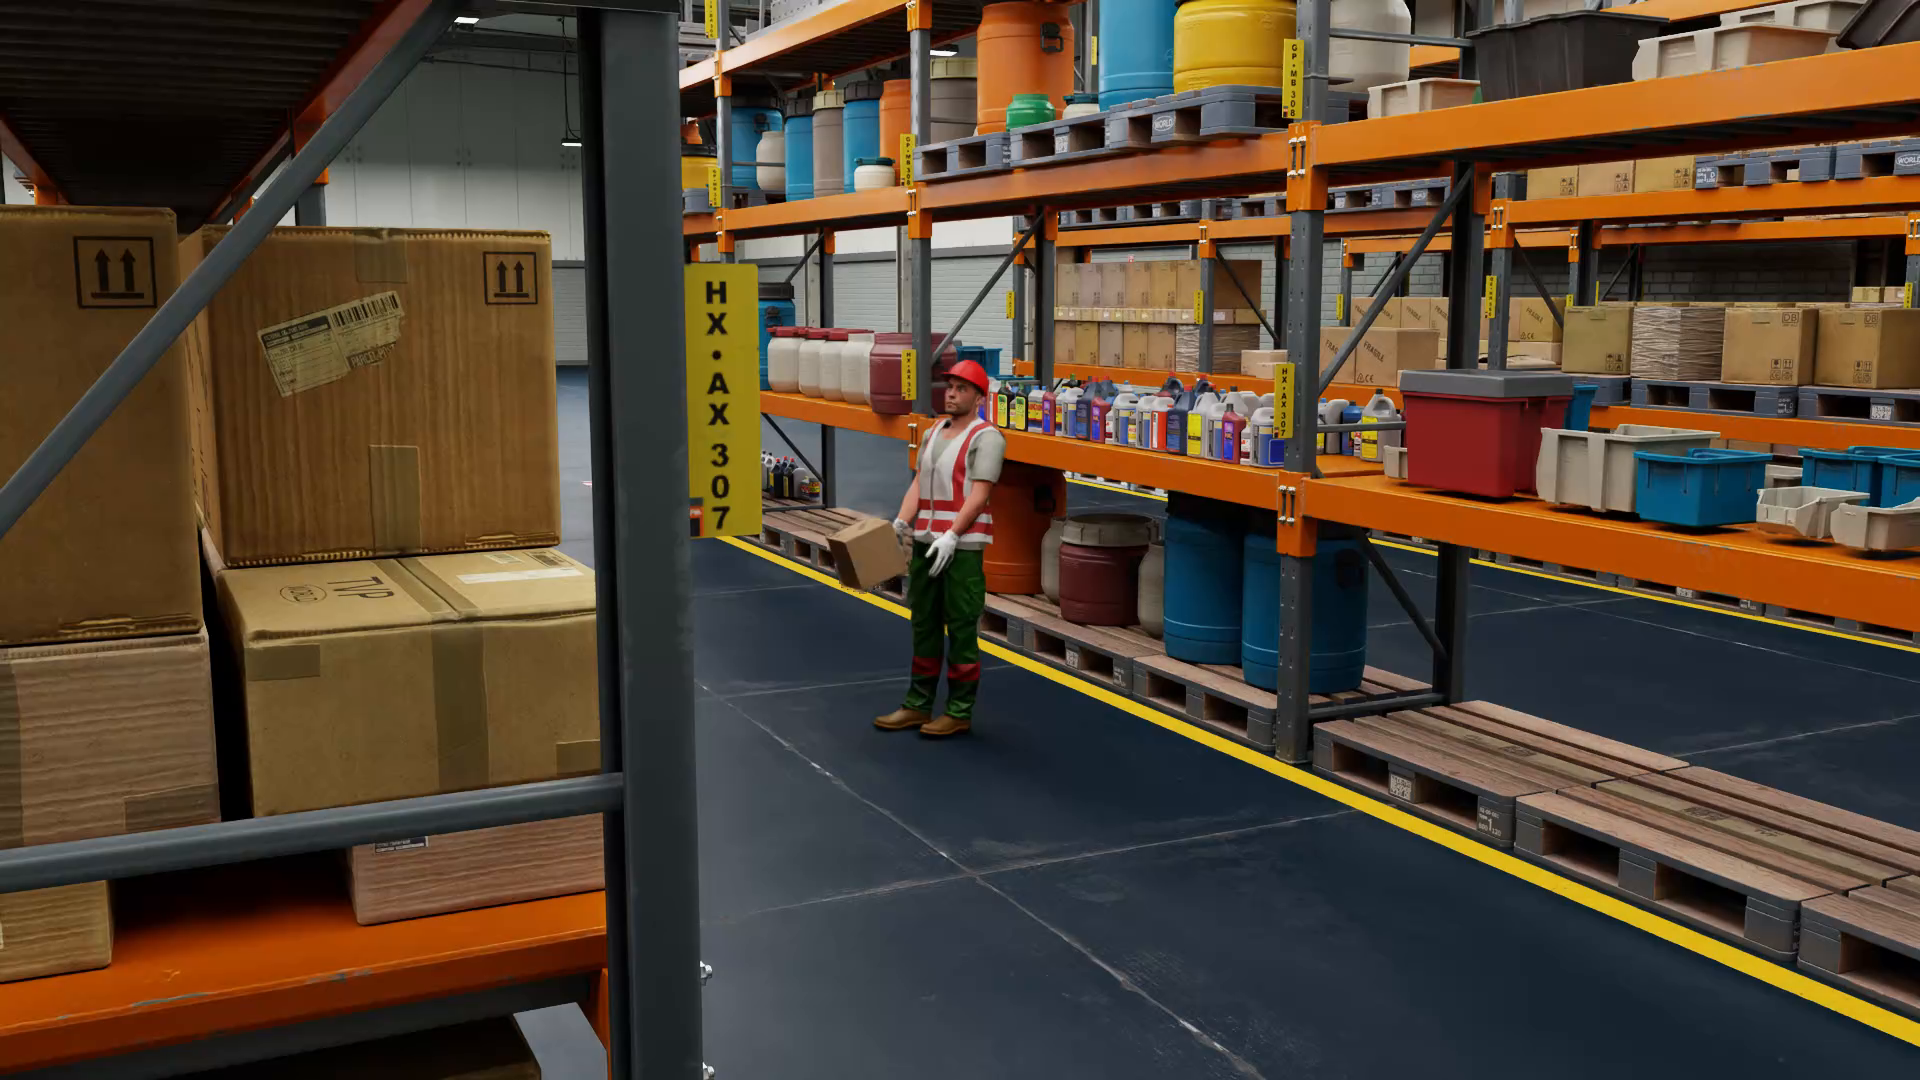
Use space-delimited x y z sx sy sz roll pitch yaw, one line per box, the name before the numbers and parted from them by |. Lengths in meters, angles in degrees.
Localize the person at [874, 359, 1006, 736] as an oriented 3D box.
person | -0.088 0.041 7.931 0.498 1.794 0.561 -8 12 -43
